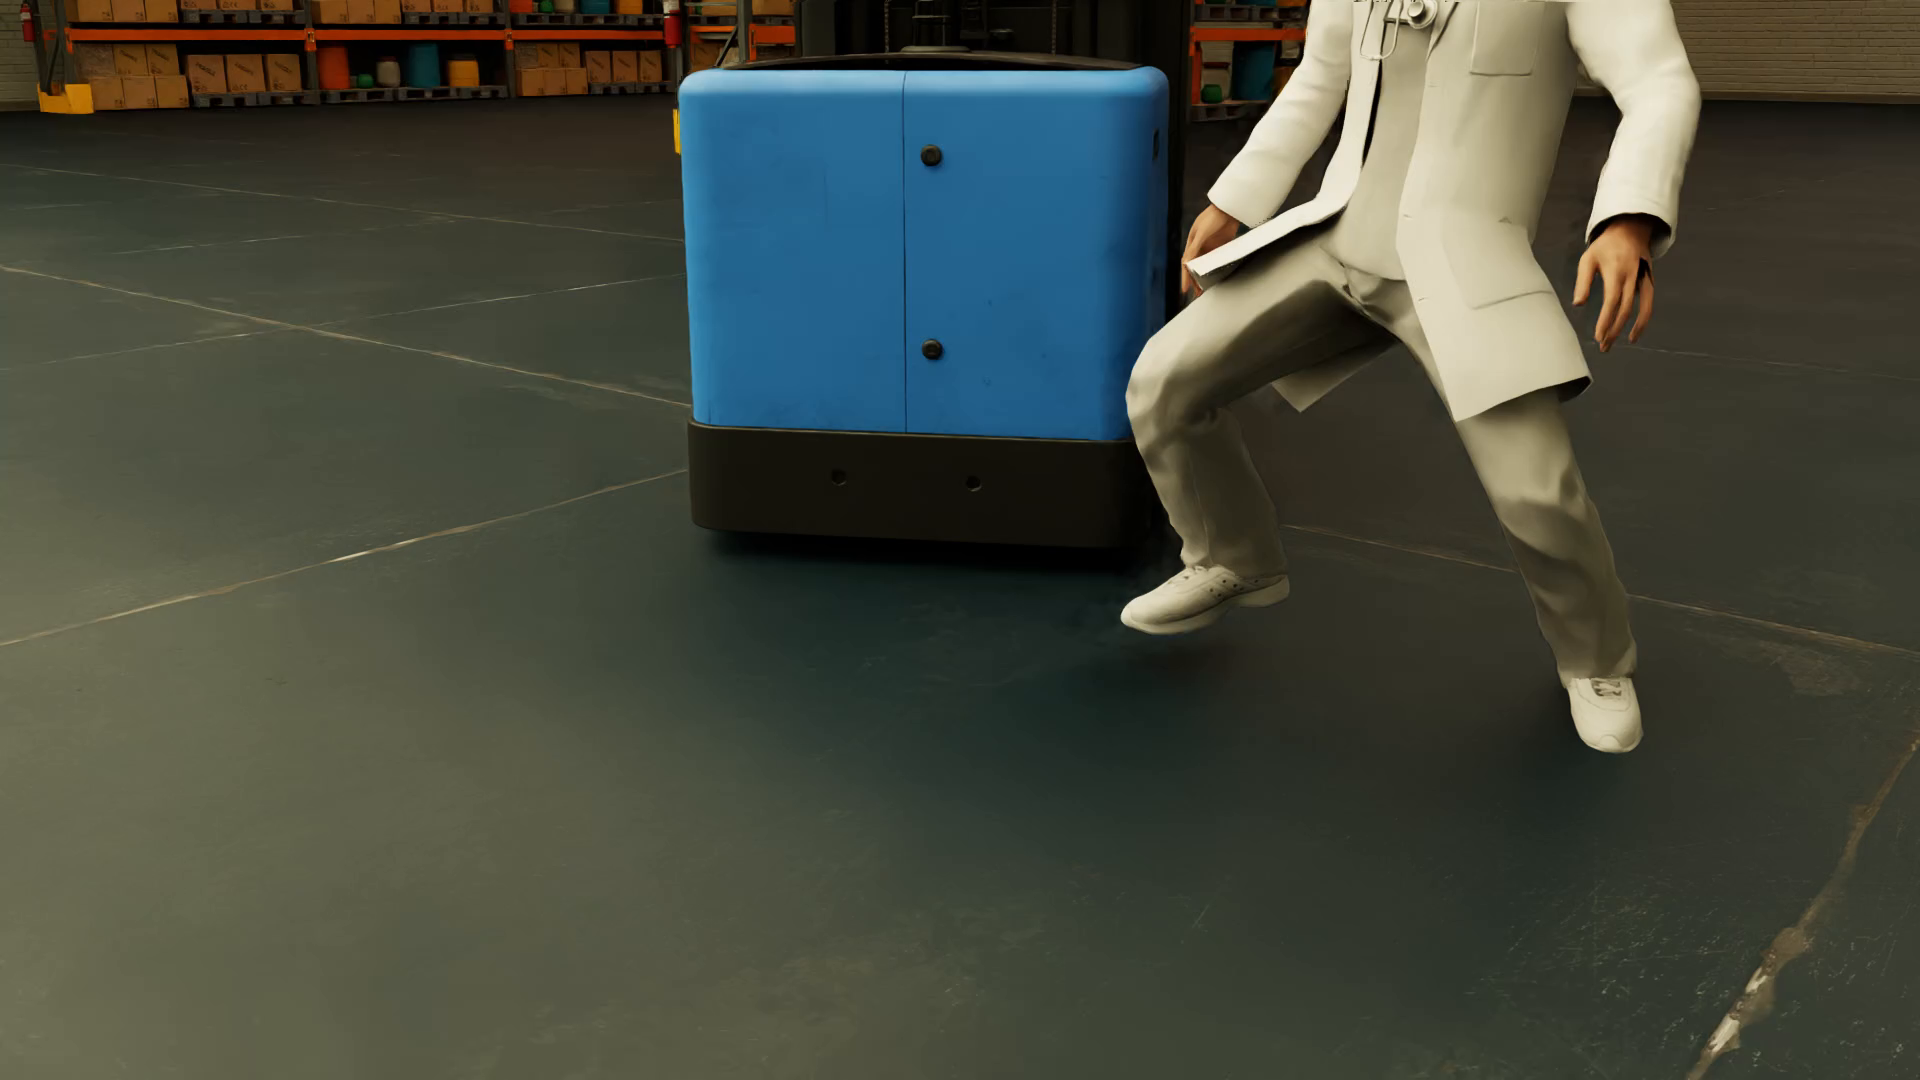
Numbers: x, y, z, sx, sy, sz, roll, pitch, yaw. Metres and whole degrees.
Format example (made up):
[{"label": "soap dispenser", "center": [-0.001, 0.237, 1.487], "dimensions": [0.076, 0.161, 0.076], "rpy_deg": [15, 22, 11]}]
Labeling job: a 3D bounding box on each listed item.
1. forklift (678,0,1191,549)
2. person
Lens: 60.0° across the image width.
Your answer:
[{"label": "forklift", "center": [0.125, -1.768, 4.719], "dimensions": [1.130, 2.935, 3.031], "rpy_deg": [3, 17, 9]}, {"label": "person", "center": [0.804, -0.489, 2.798], "dimensions": [0.714, 1.645, 1.003], "rpy_deg": [-13, 21, -36]}]
